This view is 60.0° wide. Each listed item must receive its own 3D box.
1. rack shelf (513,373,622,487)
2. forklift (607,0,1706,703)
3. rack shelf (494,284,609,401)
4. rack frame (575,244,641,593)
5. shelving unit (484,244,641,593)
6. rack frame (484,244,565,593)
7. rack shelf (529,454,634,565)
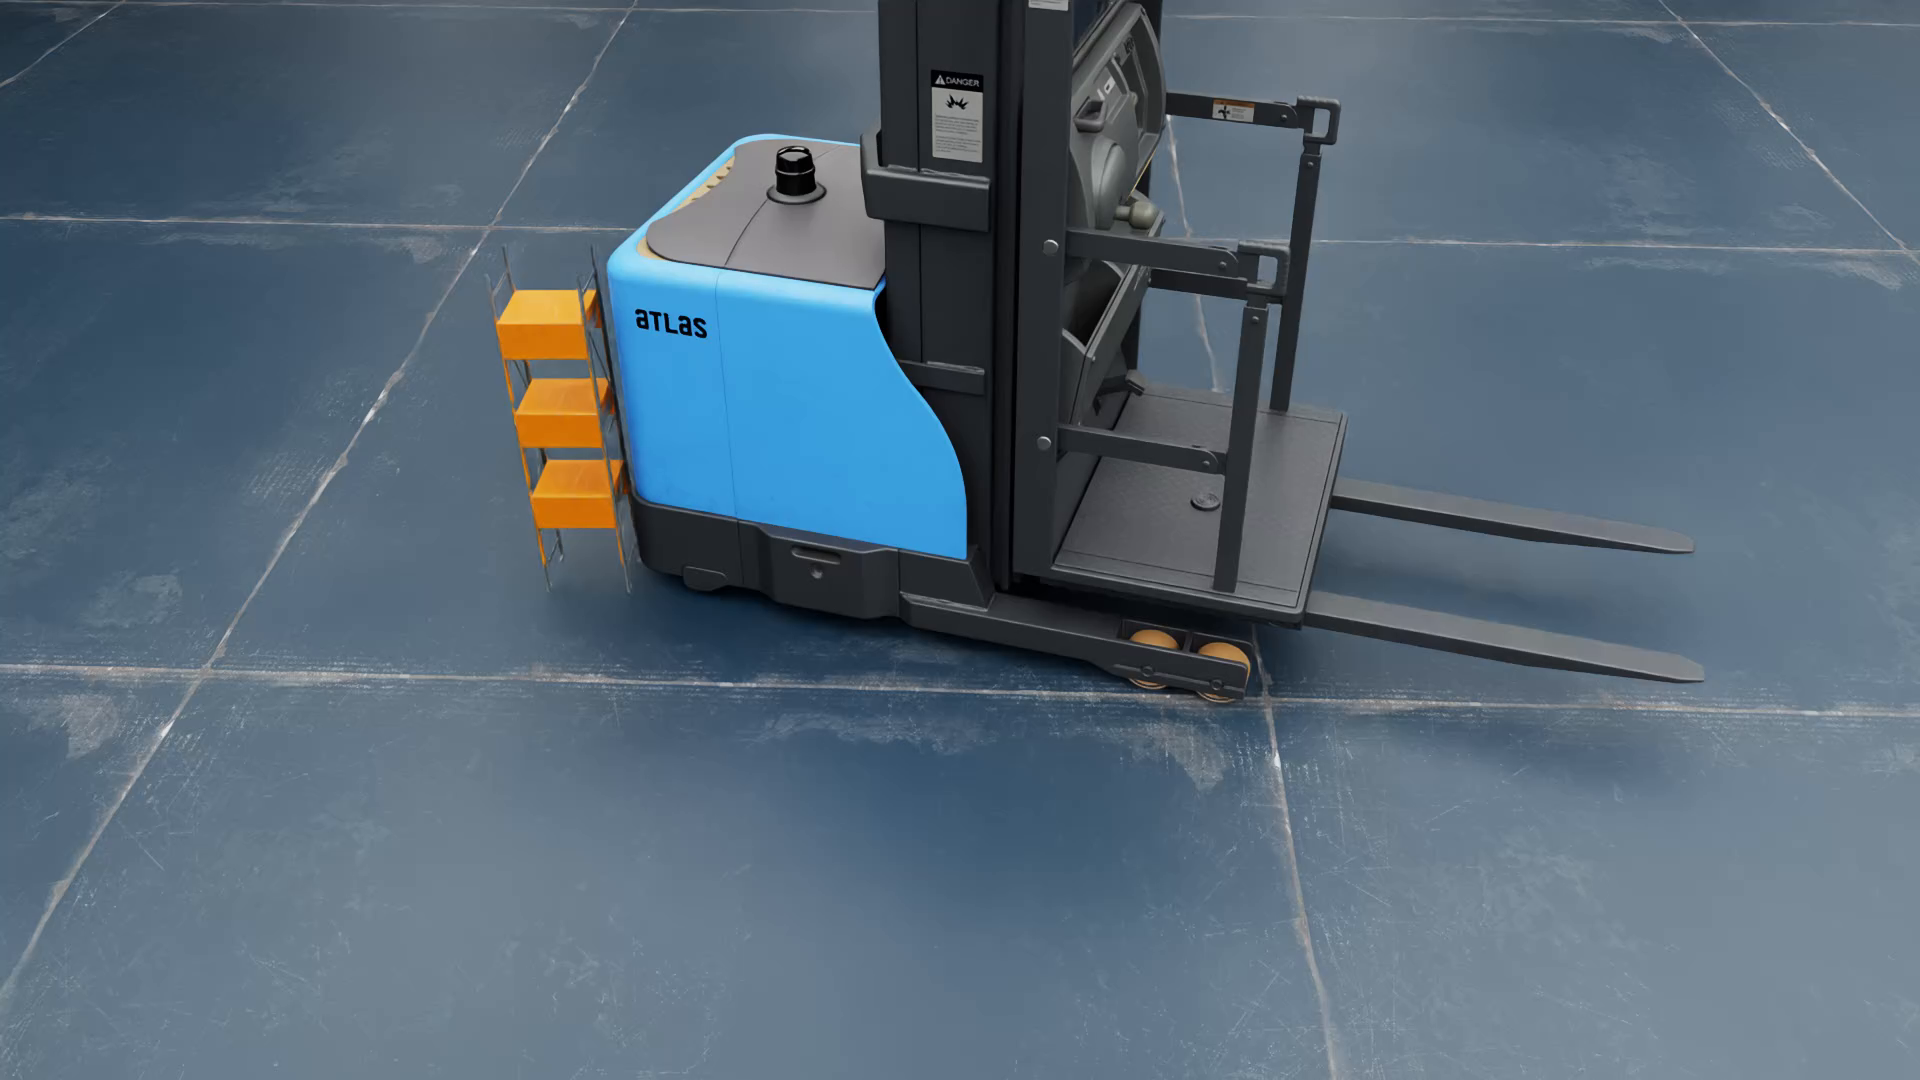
[{"bbox_3d":[-1.127,-0.319,4.804,0.240,0.259,0.215,0,35,2],"label":"rack shelf"},{"bbox_3d":[0.600,-1.092,4.254,3.031,2.935,1.130,10,36,14],"label":"forklift"},{"bbox_3d":[-1.132,-0.552,4.642,0.240,0.259,0.215,0,35,2],"label":"rack shelf"},{"bbox_3d":[-1.005,-0.327,4.794,0.008,1.050,0.200,0,35,2],"label":"rack frame"},{"bbox_3d":[-1.127,-0.328,4.798,0.252,1.050,0.215,0,35,2],"label":"shelving unit"},{"bbox_3d":[-1.249,-0.328,4.802,0.008,1.050,0.200,0,35,2],"label":"rack frame"},{"bbox_3d":[-1.122,-0.091,4.963,0.240,0.259,0.215,0,35,2],"label":"rack shelf"}]
